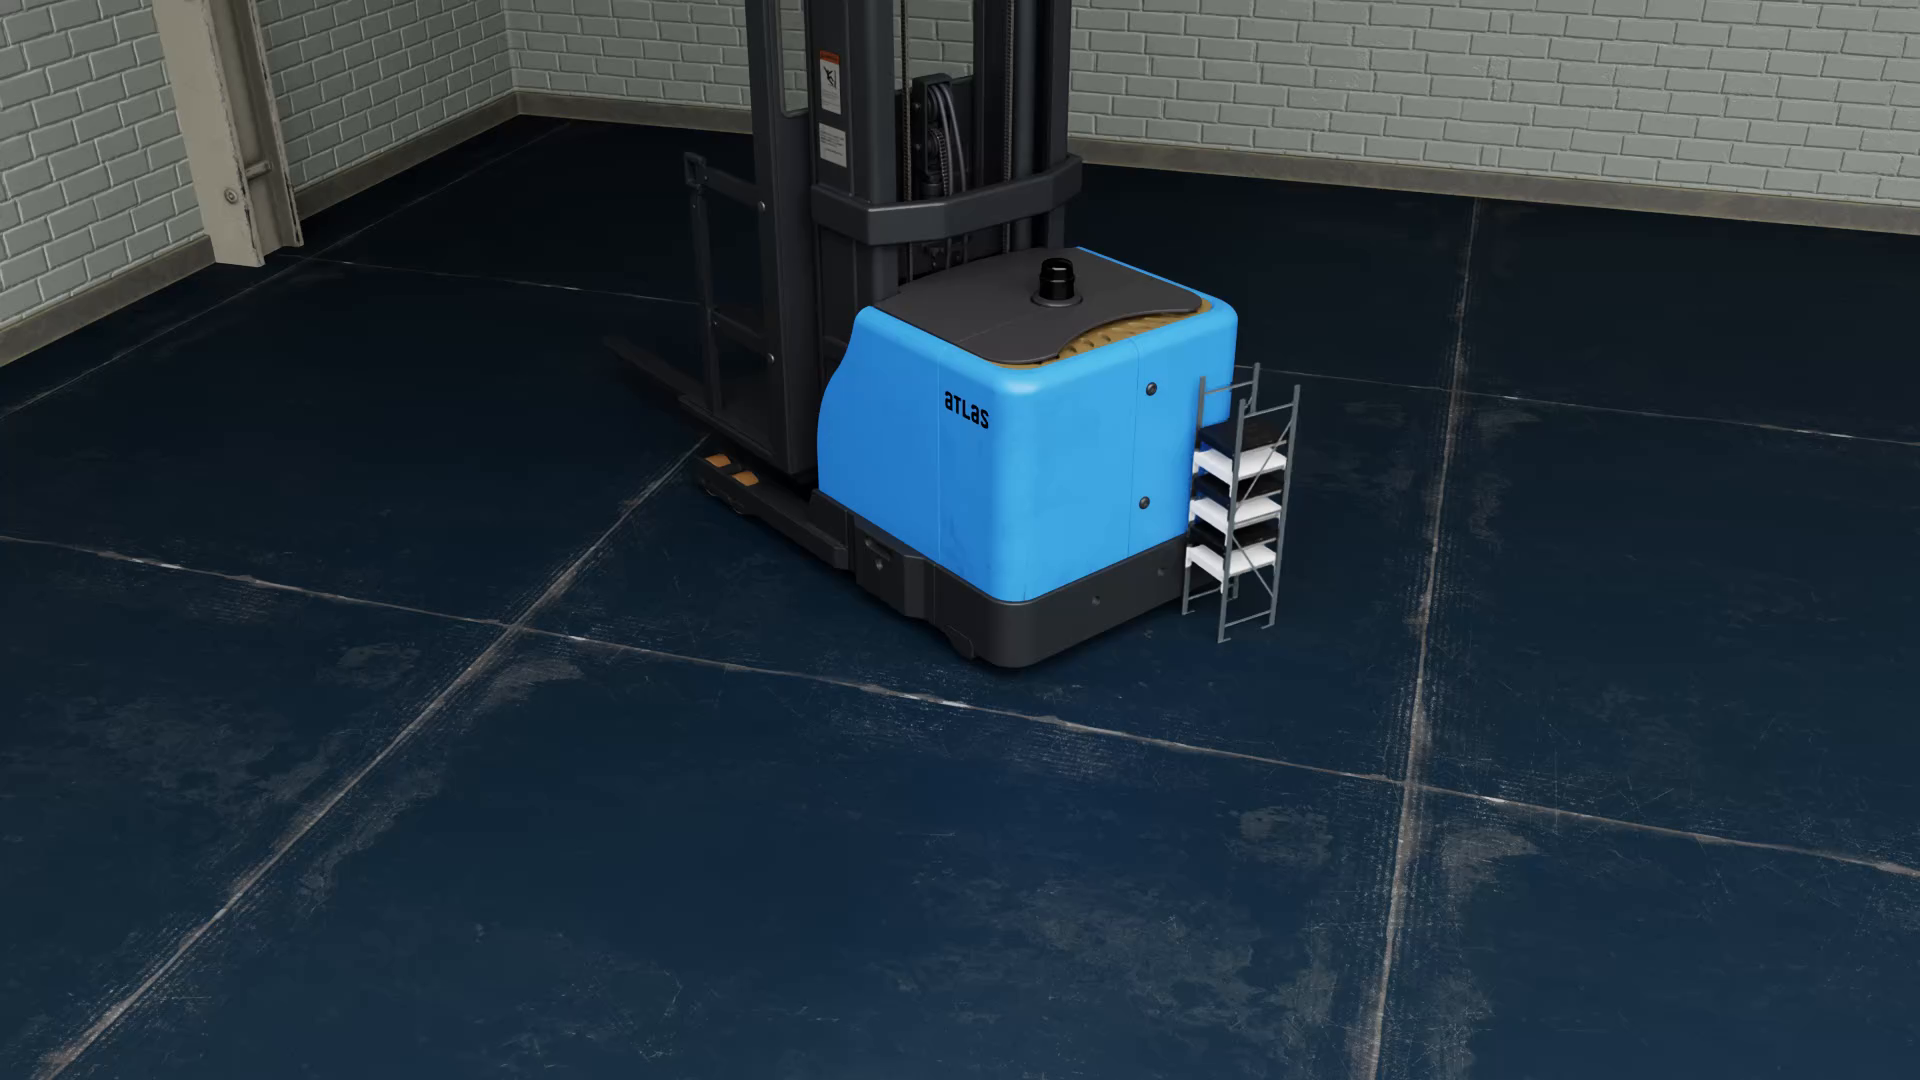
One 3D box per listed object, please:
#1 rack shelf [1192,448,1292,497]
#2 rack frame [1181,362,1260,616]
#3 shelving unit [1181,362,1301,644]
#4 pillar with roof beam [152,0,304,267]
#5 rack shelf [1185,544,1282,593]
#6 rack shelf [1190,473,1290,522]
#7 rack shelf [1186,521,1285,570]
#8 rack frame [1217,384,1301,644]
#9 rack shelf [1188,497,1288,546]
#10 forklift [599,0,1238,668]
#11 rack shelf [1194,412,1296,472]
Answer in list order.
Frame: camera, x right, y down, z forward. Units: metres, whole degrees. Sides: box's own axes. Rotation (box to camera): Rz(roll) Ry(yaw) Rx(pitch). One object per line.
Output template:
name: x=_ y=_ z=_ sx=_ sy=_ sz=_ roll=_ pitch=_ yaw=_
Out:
rack shelf: x=0.926 y=-0.243 z=5.459 sx=0.258 sy=0.077 sz=0.200 roll=-16 pitch=33 yaw=-26
rack frame: x=0.875 y=-0.158 z=5.608 sx=0.240 sy=0.900 sz=0.006 roll=-16 pitch=33 yaw=-26
shelving unit: x=0.926 y=-0.115 z=5.531 sx=0.258 sy=0.900 sz=0.210 roll=-16 pitch=33 yaw=-26
pillar with roof beam: x=0.289 y=-4.887 z=5.778 sx=9.100 sy=9.000 sz=0.400 roll=8 pitch=30 yaw=15
rack shelf: x=0.925 y=0.071 z=5.635 sx=0.258 sy=0.077 sz=0.200 roll=-16 pitch=33 yaw=-26
rack shelf: x=0.926 y=-0.165 z=5.503 sx=0.258 sy=0.077 sz=0.200 roll=-16 pitch=33 yaw=-26
rack shelf: x=0.925 y=-0.008 z=5.591 sx=0.258 sy=0.077 sz=0.200 roll=-16 pitch=33 yaw=-26
rack frame: x=0.976 y=-0.072 z=5.454 sx=0.240 sy=0.900 sz=0.006 roll=-16 pitch=33 yaw=-26
rack shelf: x=0.925 y=-0.086 z=5.547 sx=0.258 sy=0.077 sz=0.200 roll=-16 pitch=33 yaw=-26
forklift: x=-0.393 y=-1.516 z=5.960 sx=1.130 sy=2.935 sz=3.031 roll=-22 pitch=36 yaw=-33
rack shelf: x=0.926 y=-0.322 z=5.415 sx=0.258 sy=0.077 sz=0.200 roll=-16 pitch=33 yaw=-26
